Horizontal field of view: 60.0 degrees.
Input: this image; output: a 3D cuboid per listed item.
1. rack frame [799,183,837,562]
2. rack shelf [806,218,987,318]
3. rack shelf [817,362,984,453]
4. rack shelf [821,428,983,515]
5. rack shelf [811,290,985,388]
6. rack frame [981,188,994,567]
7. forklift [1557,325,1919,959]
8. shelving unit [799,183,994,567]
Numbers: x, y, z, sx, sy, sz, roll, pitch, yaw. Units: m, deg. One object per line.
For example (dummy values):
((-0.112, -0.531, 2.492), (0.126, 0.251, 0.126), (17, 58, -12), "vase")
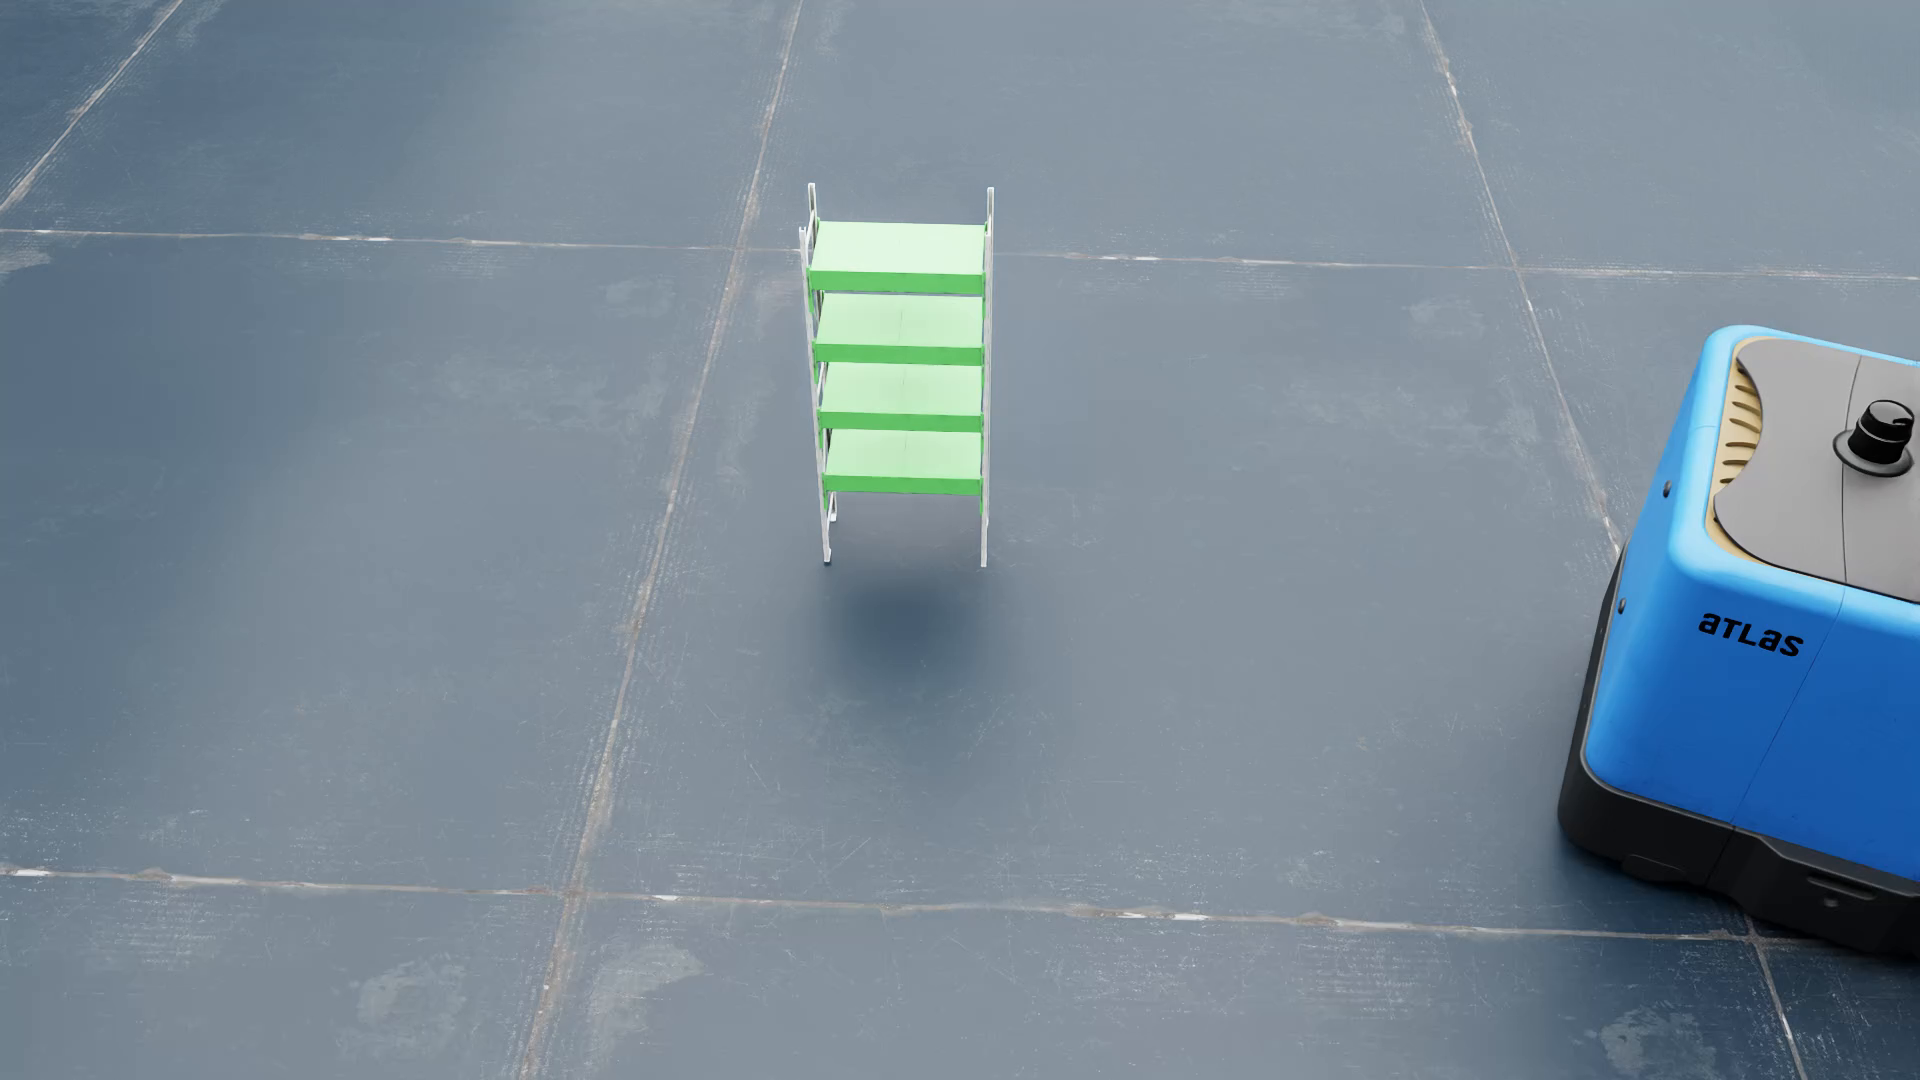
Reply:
((-0.409, -0.452, 4.855), (0.015, 1.200, 0.240), (2, 43, 2), "rack frame")
((-0.165, -0.749, 4.563), (0.480, 0.148, 0.258), (2, 43, 2), "rack shelf")
((-0.165, -0.397, 4.890), (0.480, 0.148, 0.258), (2, 43, 2), "rack shelf")
((-0.165, -0.222, 5.054), (0.480, 0.148, 0.258), (2, 43, 2), "rack shelf")
((-0.165, -0.573, 4.726), (0.480, 0.148, 0.258), (2, 43, 2), "rack shelf")
((0.078, -0.437, 4.838), (0.015, 1.200, 0.240), (2, 43, 2), "rack frame")
((3.130, -0.158, 3.269), (3.031, 2.935, 1.130), (17, 45, 17), "forklift")
((-0.165, -0.444, 4.846), (0.503, 1.200, 0.258), (2, 43, 2), "shelving unit")
